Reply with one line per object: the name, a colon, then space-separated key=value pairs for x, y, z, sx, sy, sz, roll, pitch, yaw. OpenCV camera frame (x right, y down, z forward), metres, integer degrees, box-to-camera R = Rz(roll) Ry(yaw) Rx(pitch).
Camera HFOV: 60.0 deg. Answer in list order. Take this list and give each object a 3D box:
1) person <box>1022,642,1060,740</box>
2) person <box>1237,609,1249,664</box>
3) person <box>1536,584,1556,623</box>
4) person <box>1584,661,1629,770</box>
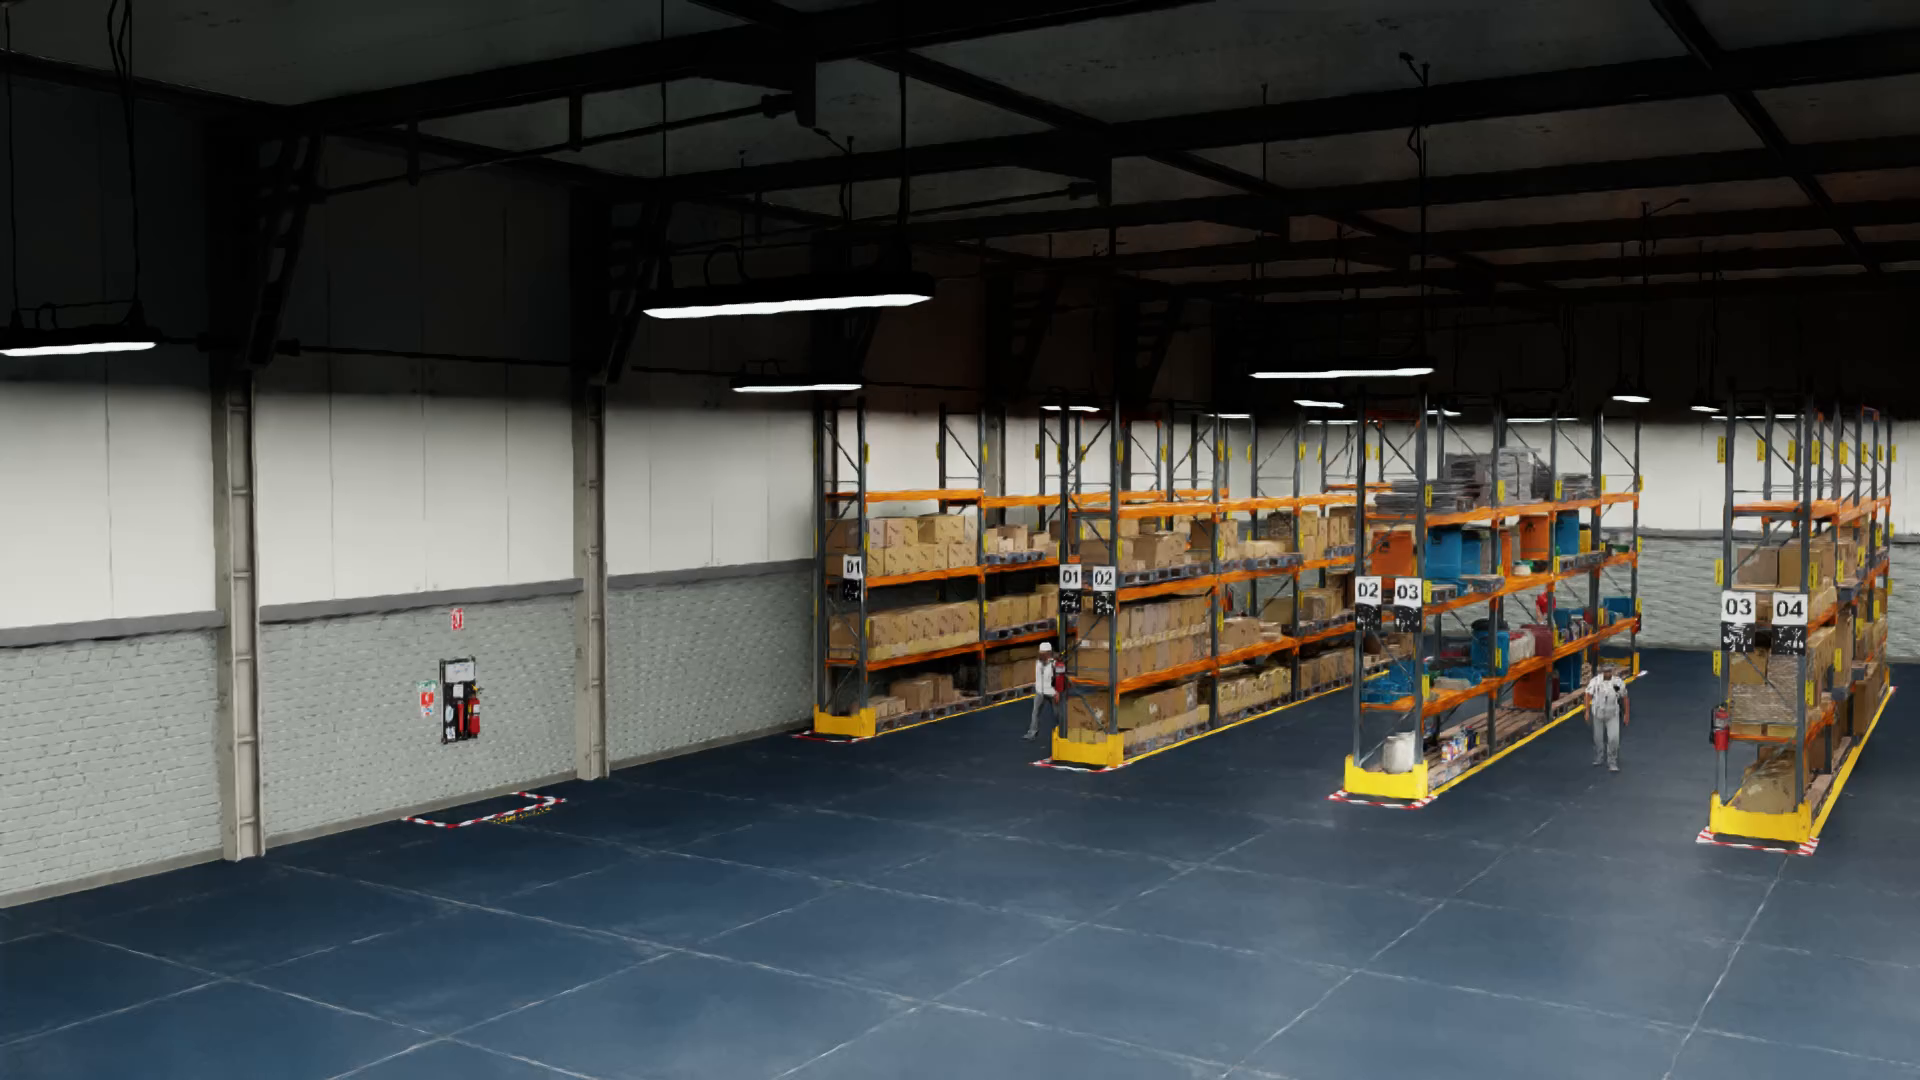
person: x=1.528 y=2.620 z=28.982 sx=0.543 sy=1.700 sz=1.119 roll=2 pitch=3 yaw=30
person: x=6.288 y=2.286 z=37.027 sx=0.417 sy=1.517 sz=1.037 roll=2 pitch=4 yaw=35
person: x=14.602 y=1.956 z=41.780 sx=0.730 sy=1.719 sz=0.524 roll=-1 pitch=3 yaw=-13
person: x=10.293 y=2.750 z=26.451 sx=0.670 sy=1.729 sz=0.698 roll=1 pitch=3 yaw=25
